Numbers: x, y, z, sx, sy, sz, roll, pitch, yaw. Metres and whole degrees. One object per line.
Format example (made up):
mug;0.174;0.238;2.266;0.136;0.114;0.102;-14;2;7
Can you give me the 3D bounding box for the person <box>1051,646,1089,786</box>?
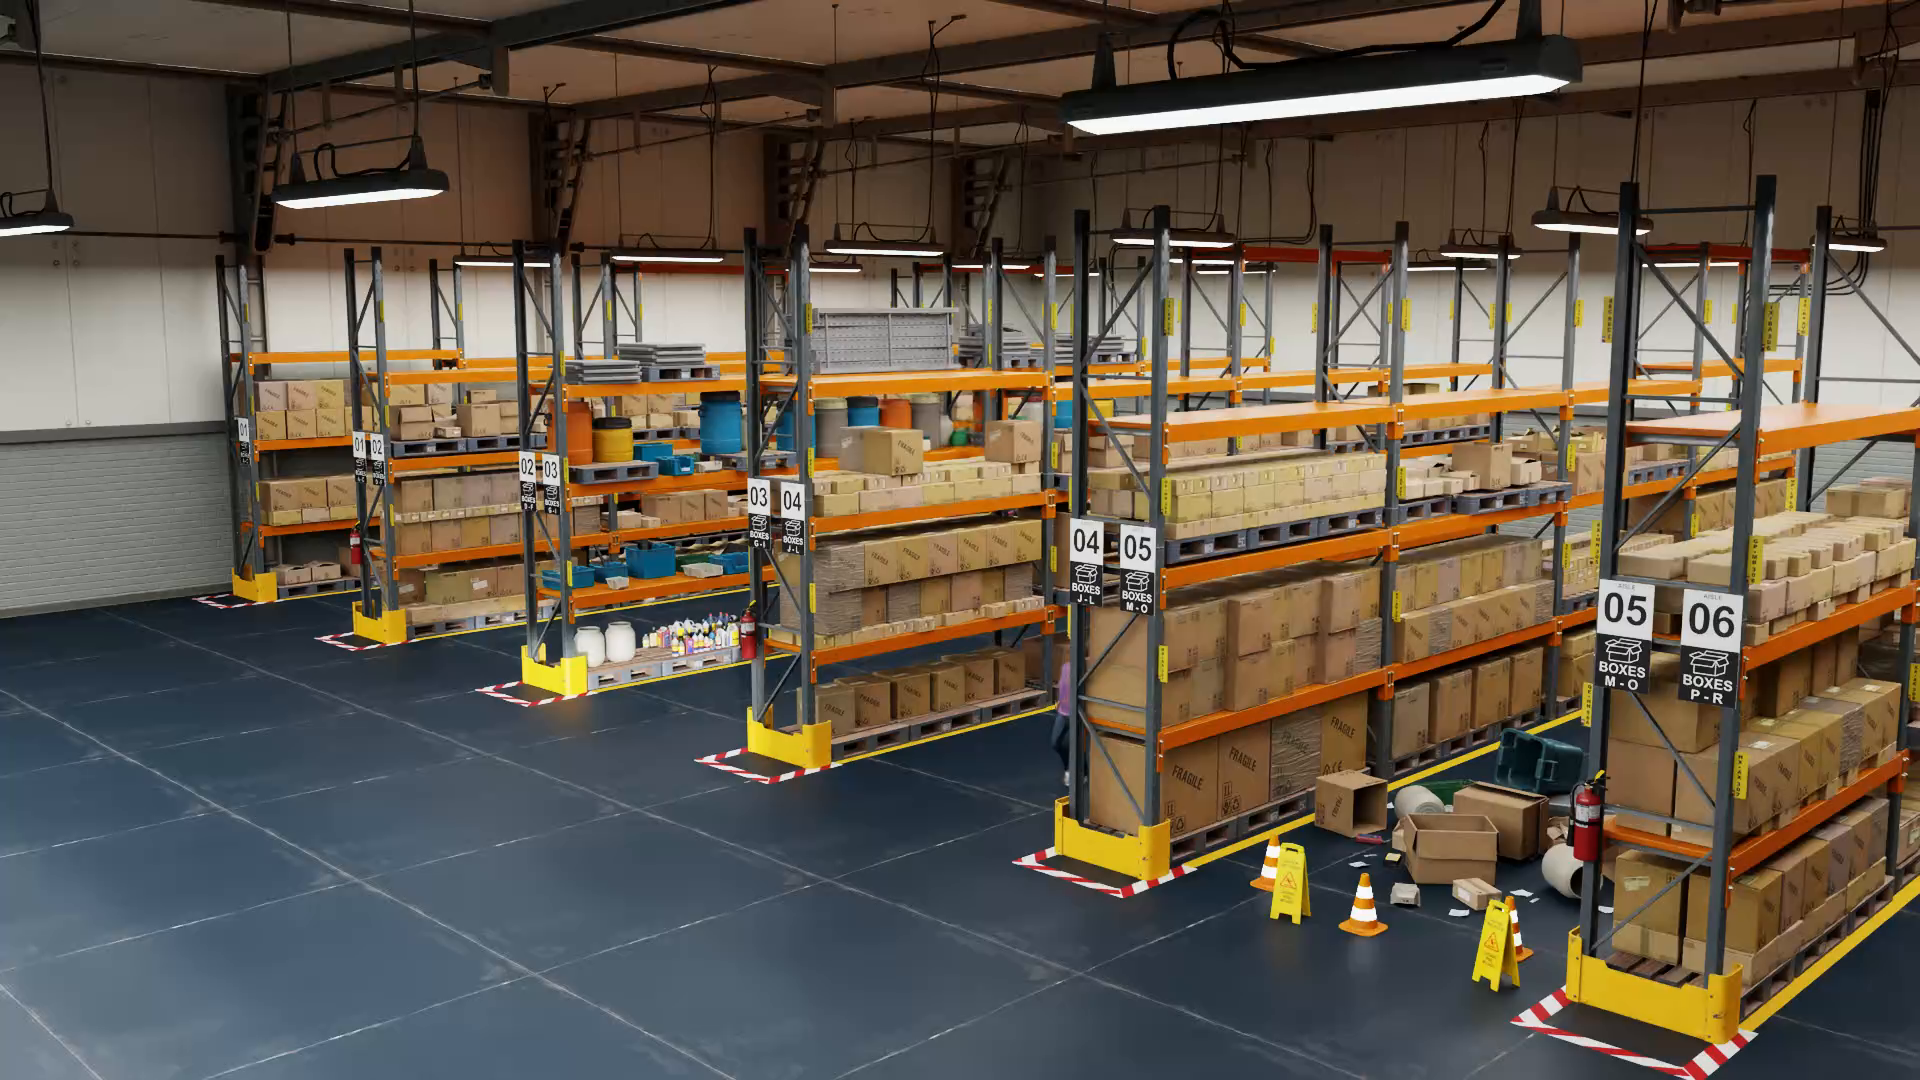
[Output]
person;1.176;1.877;17.735;0.522;1.569;0.592;6;10;36
